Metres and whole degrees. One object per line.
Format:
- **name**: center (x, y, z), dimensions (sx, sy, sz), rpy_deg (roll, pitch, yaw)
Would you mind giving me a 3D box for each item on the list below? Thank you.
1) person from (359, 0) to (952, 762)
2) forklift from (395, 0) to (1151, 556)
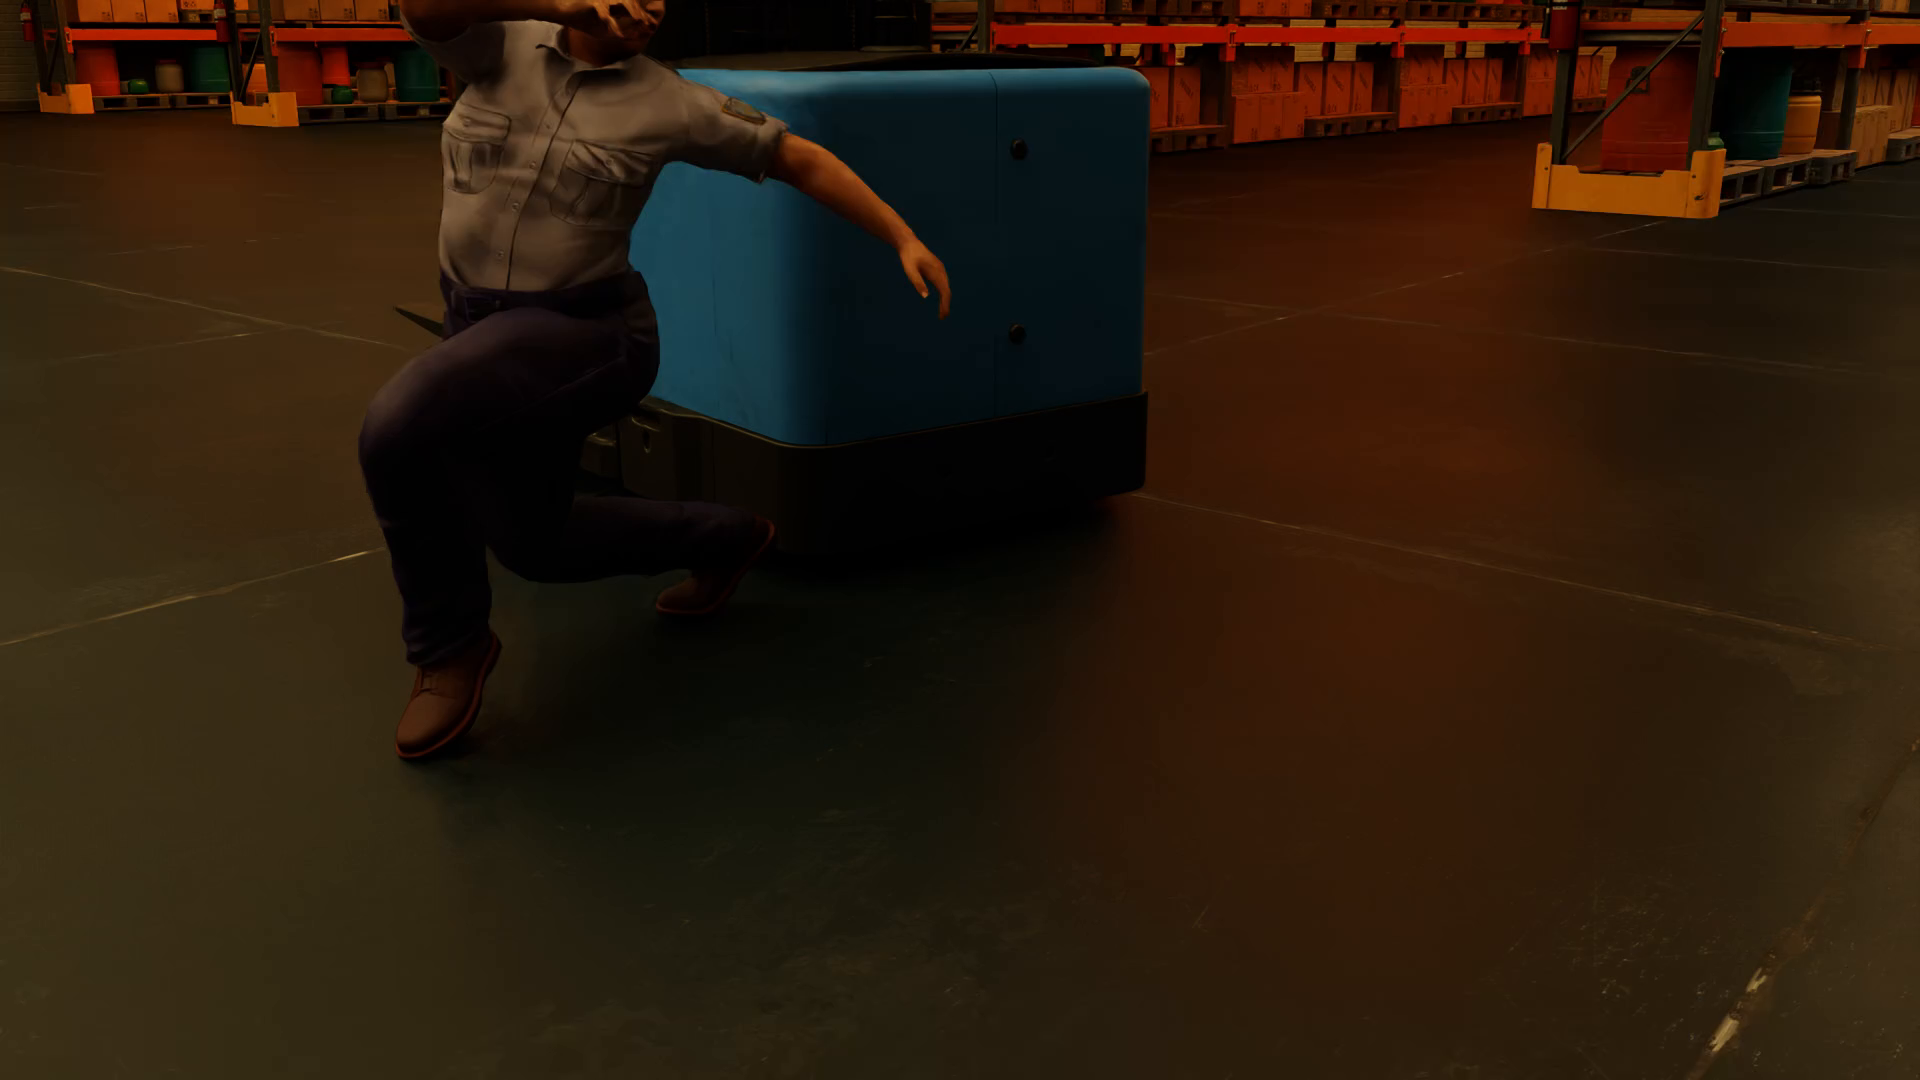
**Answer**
- **person**: center (-0.544, -0.381, 2.863), dimensions (0.842, 1.368, 0.944), rpy_deg (9, 19, 27)
- **forklift**: center (-0.828, -1.730, 4.593), dimensions (1.130, 2.935, 3.031), rpy_deg (-12, 21, -35)
